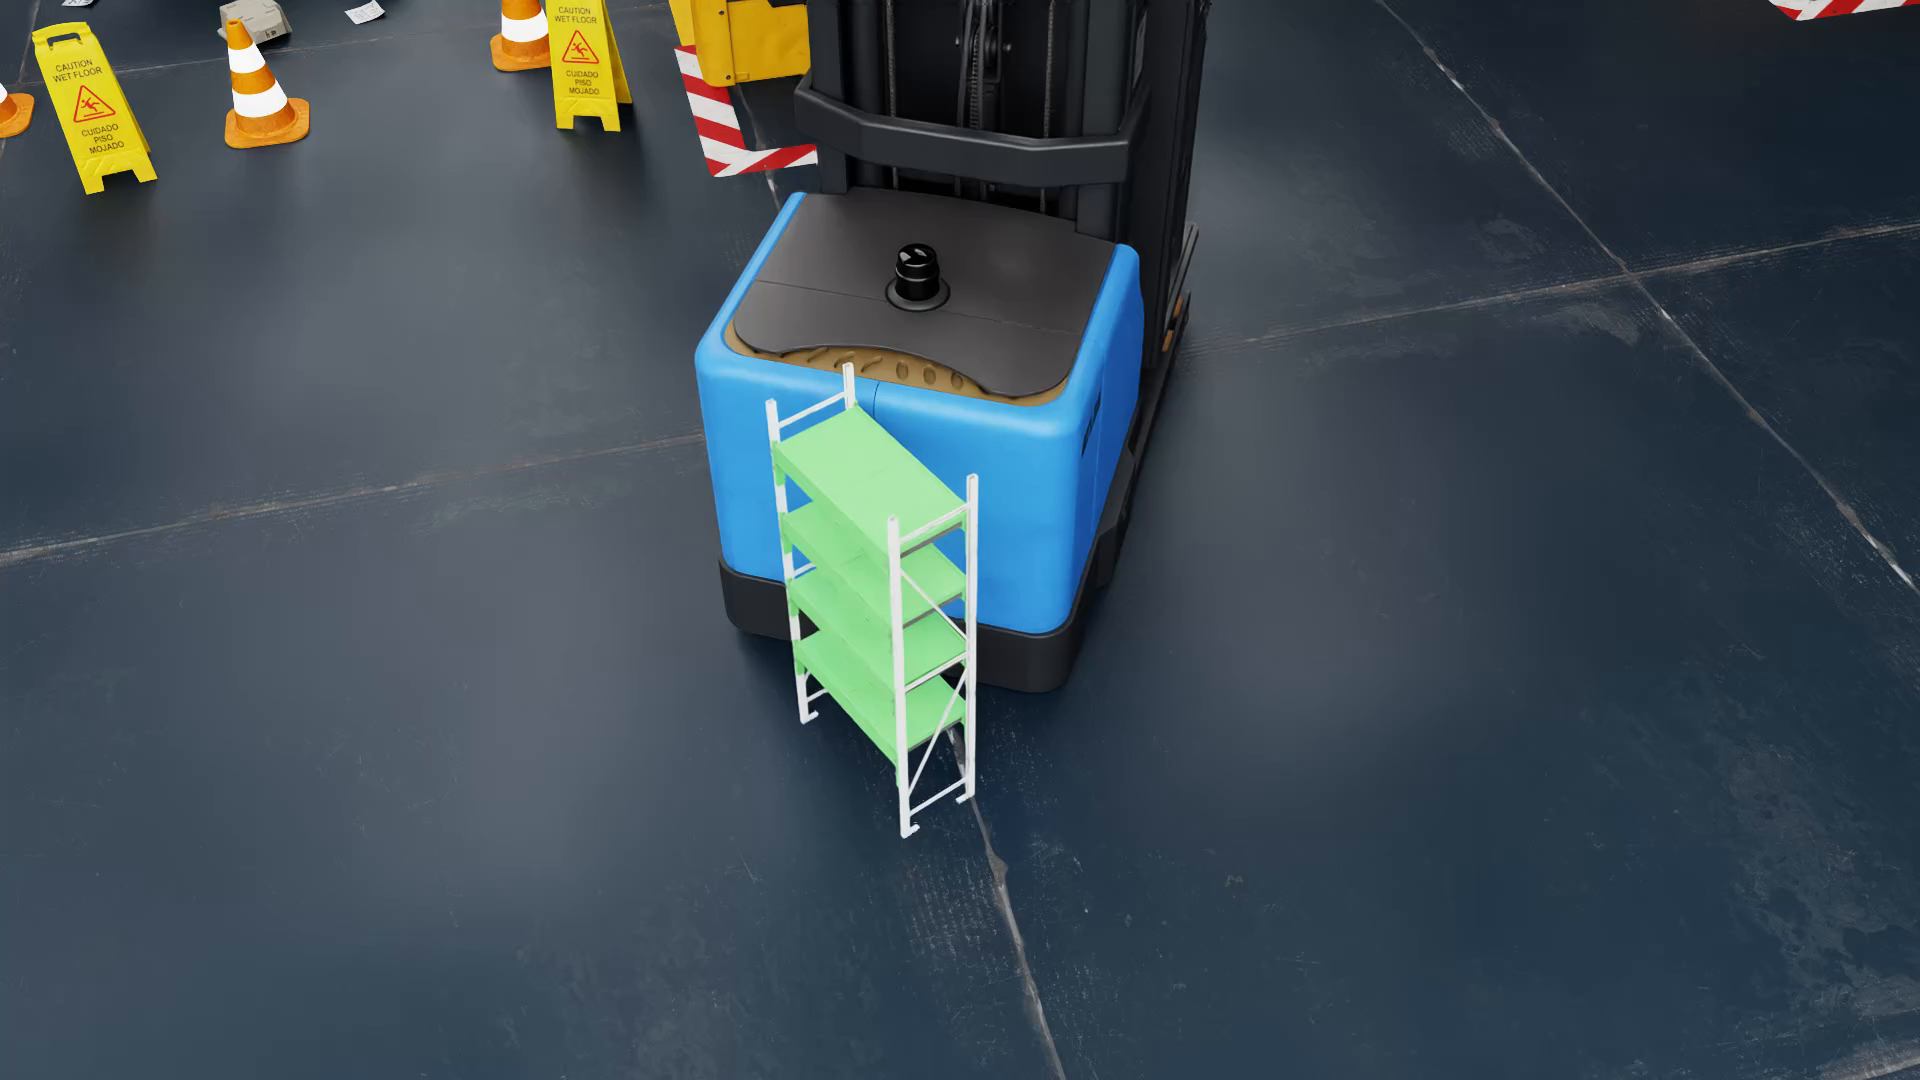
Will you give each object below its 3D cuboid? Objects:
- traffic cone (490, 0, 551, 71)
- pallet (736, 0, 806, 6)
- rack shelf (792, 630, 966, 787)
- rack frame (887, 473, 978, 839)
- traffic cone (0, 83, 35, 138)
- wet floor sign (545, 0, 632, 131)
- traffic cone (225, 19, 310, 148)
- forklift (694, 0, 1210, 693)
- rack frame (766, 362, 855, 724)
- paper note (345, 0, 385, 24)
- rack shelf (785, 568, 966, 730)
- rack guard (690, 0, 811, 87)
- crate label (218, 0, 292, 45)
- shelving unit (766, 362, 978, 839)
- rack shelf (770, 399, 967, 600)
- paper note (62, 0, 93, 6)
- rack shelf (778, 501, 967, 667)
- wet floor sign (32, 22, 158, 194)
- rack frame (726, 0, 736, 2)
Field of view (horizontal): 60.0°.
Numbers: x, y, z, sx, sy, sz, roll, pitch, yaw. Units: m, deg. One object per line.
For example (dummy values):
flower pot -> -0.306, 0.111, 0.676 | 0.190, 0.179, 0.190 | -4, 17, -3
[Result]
traffic cone -> -1.906, -2.338, 7.217 | 0.336, 0.463, 0.334 | -11, 47, -10
pallet -> -0.742, -2.809, 7.855 | 1.003, 0.211, 1.213 | -11, 47, -10
rack shelf -> -0.207, 0.400, 4.443 | 0.258, 0.148, 0.480 | -29, 52, -25
rack frame -> -0.059, 0.326, 4.090 | 0.240, 1.200, 0.015 | -29, 52, -25
traffic cone -> -4.072, -1.928, 6.816 | 0.336, 0.463, 0.334 | -11, 47, -10
wet floor sign -> -1.535, -2.014, 6.772 | 0.267, 0.644, 0.232 | 4, 46, 4
traffic cone -> -2.892, -1.900, 6.788 | 0.336, 0.463, 0.334 | -11, 47, -10
forklift -> 0.191, -1.665, 4.830 | 1.130, 2.935, 3.031 | 11, 47, 11
rack frame -> -0.355, 0.049, 4.362 | 0.240, 1.200, 0.015 | -29, 52, -25
paper note -> -2.715, -2.414, 7.595 | 0.148, 0.019, 0.142 | -26, 51, -24
rack shelf -> -0.207, 0.232, 4.272 | 0.258, 0.148, 0.480 | -29, 52, -25
rack guard -> -0.569, -2.342, 7.195 | 1.175, 0.500, 0.348 | -11, 47, -10
crate label -> -3.153, -2.318, 7.425 | 0.250, 0.136, 0.298 | -35, 55, -30
shelving unit -> -0.207, 0.187, 4.226 | 0.258, 1.200, 0.503 | -29, 52, -25
rack shelf -> -0.207, -0.104, 3.929 | 0.258, 0.148, 0.480 | -29, 52, -25
paper note -> -4.058, -2.514, 7.694 | 0.144, 0.017, 0.142 | 4, 46, 4
rack shelf -> -0.207, 0.064, 4.100 | 0.258, 0.148, 0.480 | -29, 52, -25
wet floor sign -> -3.387, -1.708, 6.472 | 0.267, 0.644, 0.232 | -18, 48, -17
rack frame -> -0.549, -3.165, 6.251 | 1.000, 3.000, 0.127 | -11, 47, -10
